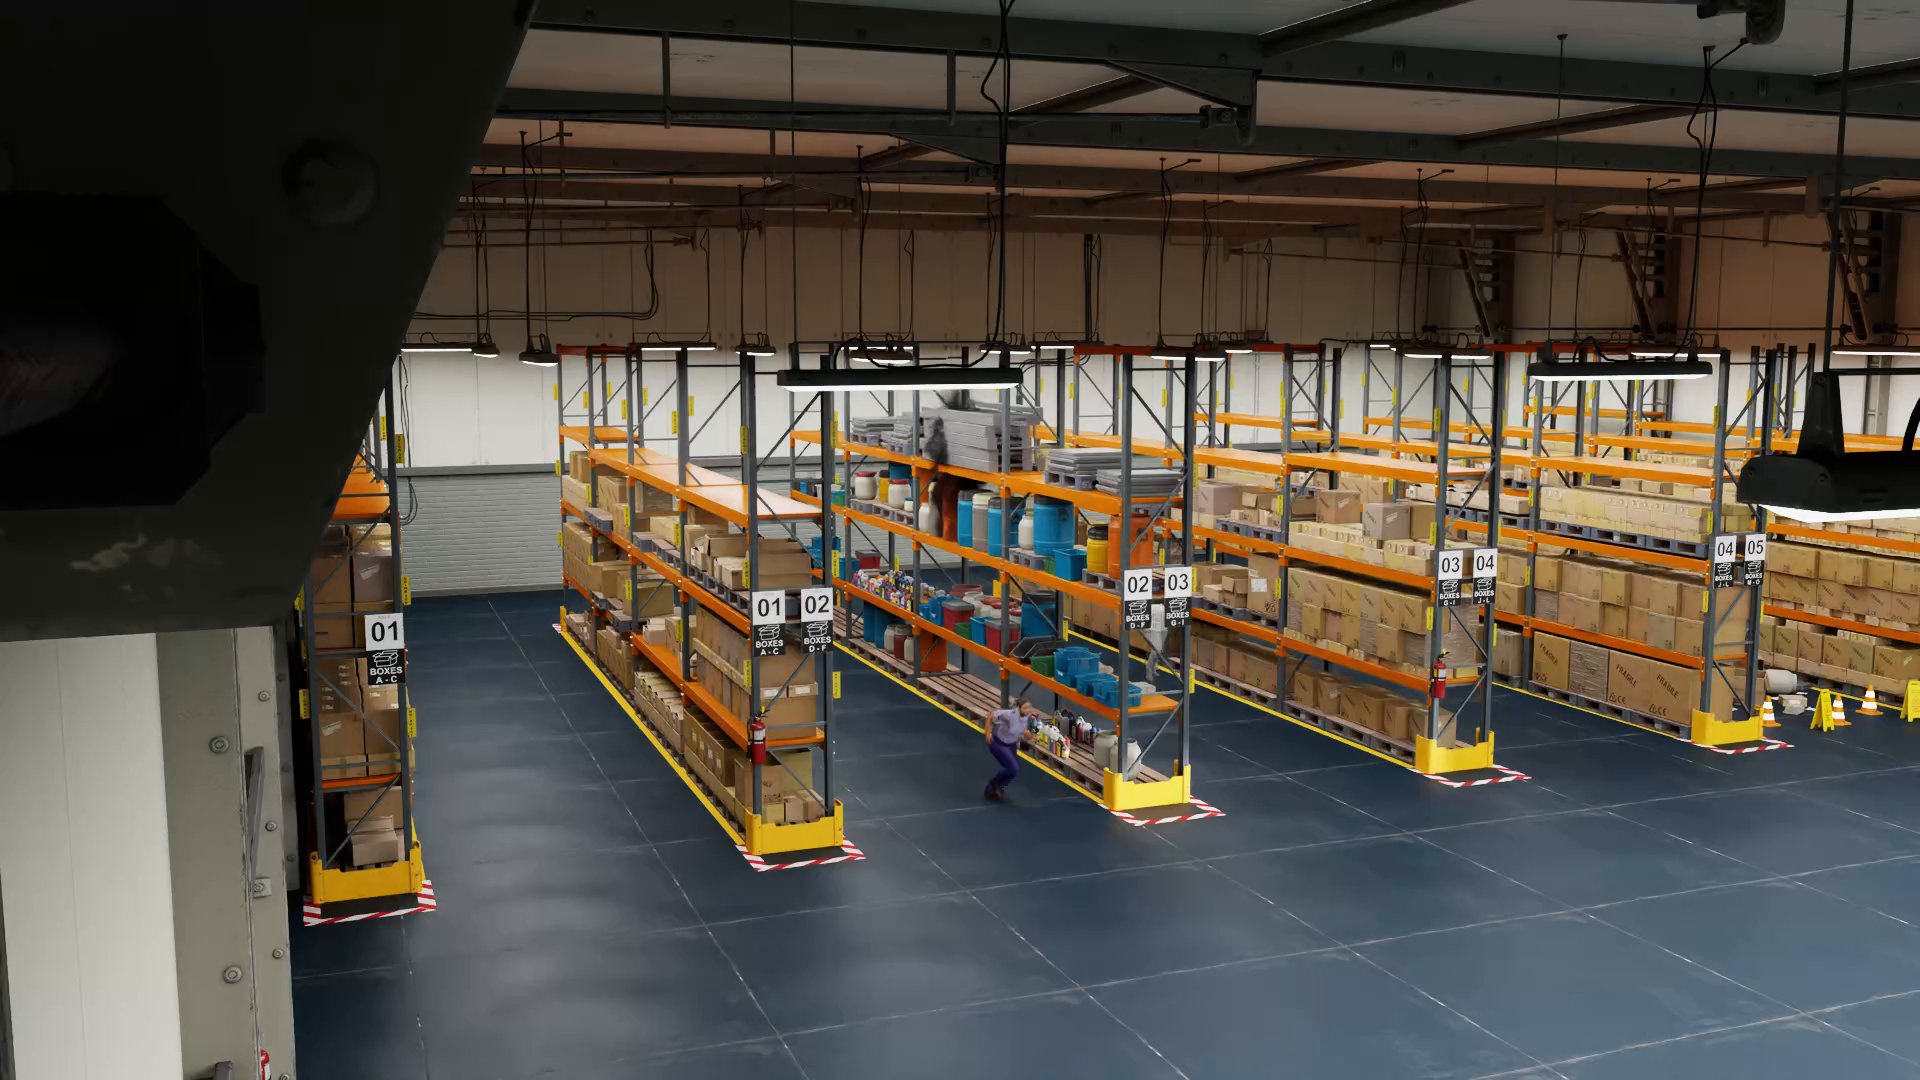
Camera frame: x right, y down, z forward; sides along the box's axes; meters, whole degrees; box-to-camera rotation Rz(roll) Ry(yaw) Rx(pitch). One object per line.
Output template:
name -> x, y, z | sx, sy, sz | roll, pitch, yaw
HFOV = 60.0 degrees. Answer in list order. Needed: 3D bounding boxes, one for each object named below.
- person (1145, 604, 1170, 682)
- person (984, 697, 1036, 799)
person -> 3.441, 1.604, 28.760 | 0.580, 1.722, 0.633 | -3, 8, -23
person -> 0.623, 2.791, 22.166 | 0.862, 1.482, 0.636 | 6, 10, 41
